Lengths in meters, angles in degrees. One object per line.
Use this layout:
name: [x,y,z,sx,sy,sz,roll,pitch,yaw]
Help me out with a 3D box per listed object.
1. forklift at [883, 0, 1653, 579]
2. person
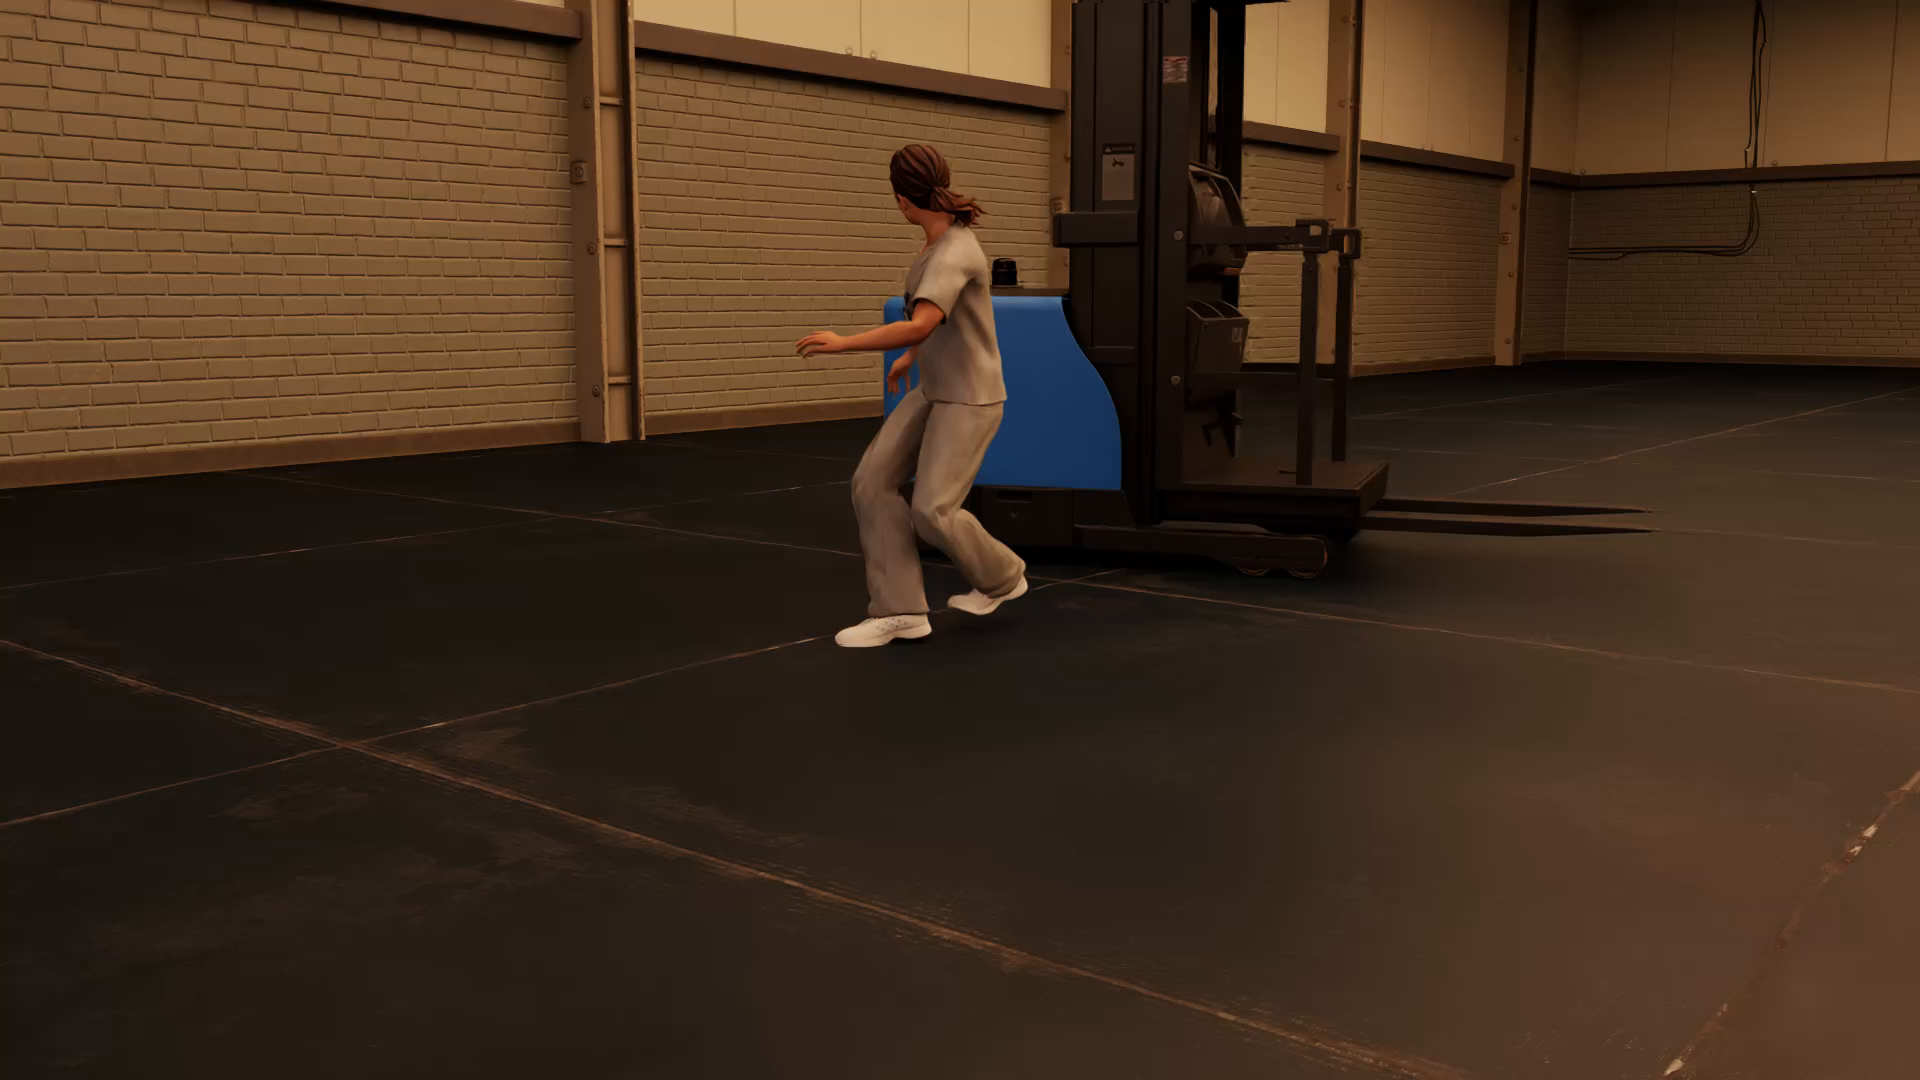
forklift: [1.239,-1.386,6.755,3.031,2.935,1.130,3,9,20]
person: [-0.165,-0.460,5.279,0.806,1.542,0.774,-3,9,-20]
